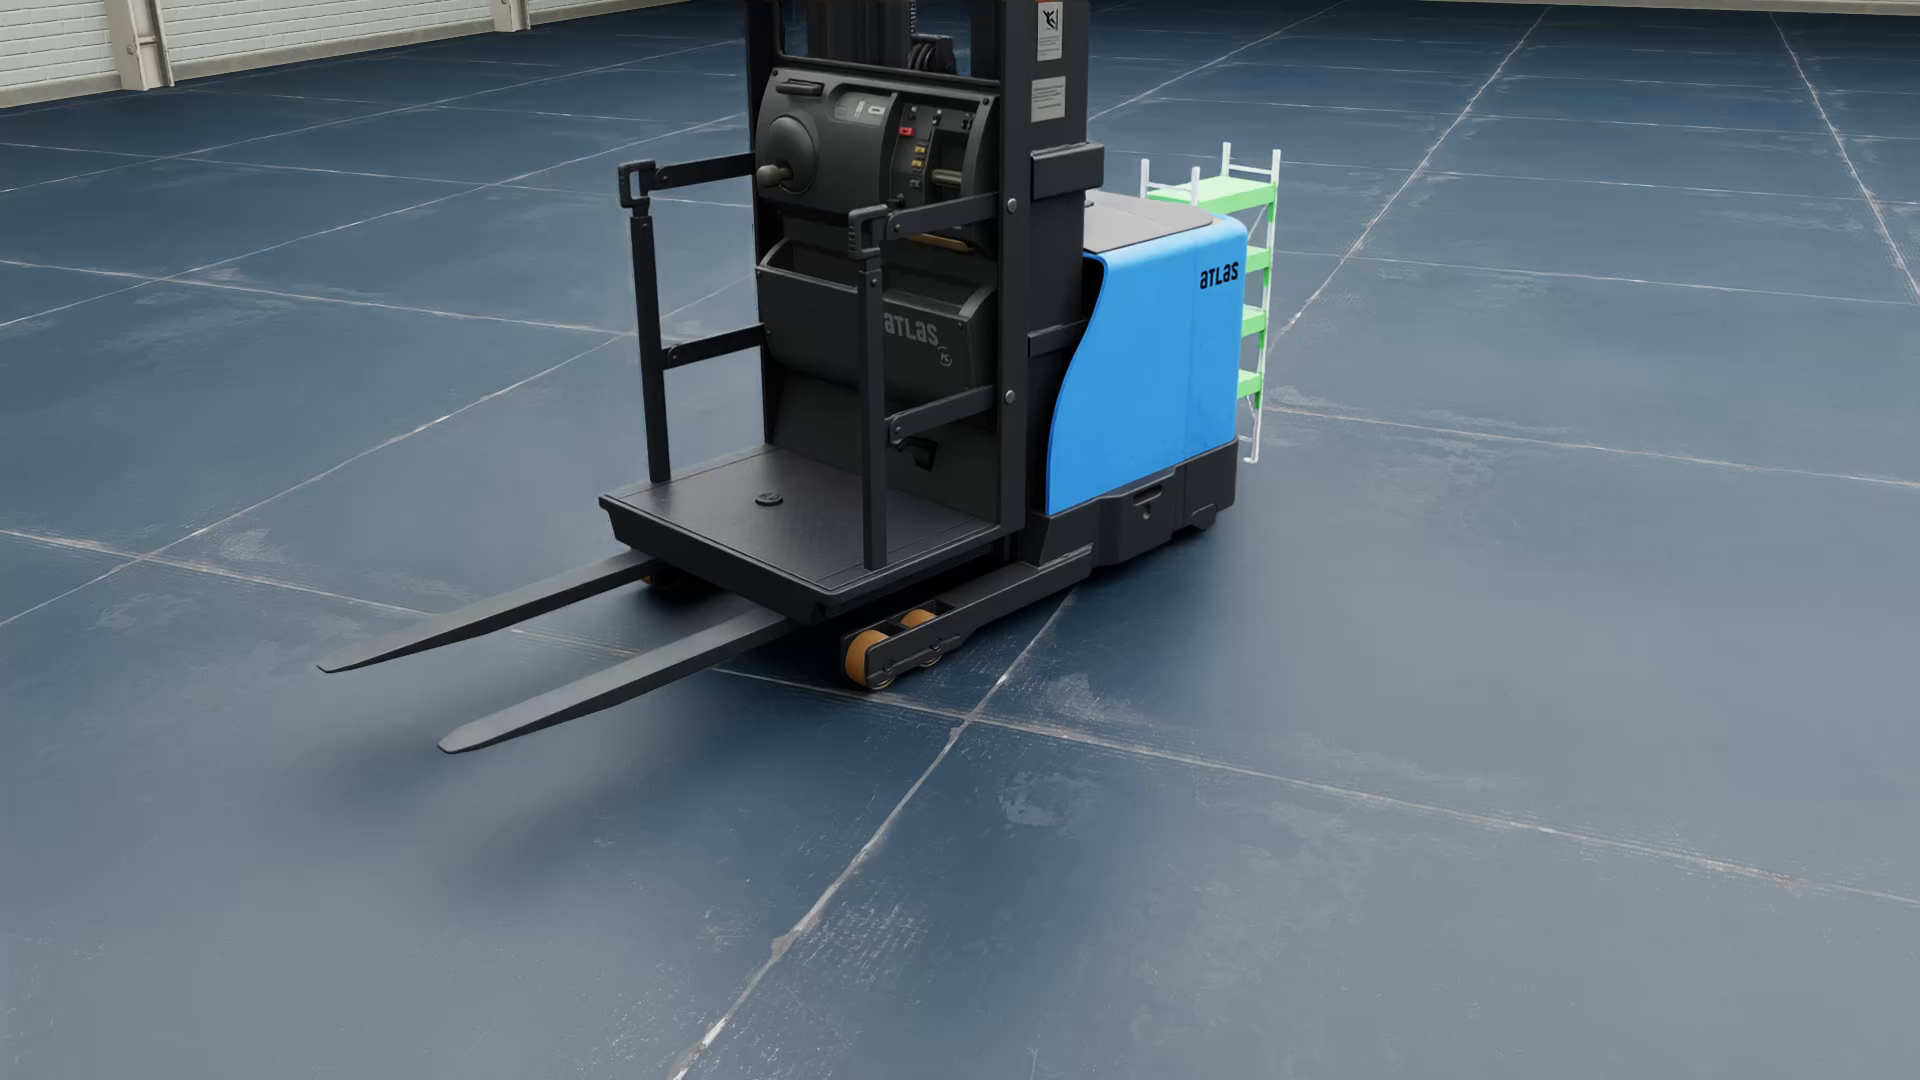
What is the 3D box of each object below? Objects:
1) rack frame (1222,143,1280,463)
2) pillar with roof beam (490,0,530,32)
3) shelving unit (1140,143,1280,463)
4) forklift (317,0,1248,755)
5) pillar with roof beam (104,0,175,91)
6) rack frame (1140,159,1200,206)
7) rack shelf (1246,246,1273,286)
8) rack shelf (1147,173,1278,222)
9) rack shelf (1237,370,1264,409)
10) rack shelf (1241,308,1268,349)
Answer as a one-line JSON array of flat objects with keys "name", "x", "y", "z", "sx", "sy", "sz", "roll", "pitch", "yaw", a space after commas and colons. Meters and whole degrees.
[{"name": "rack frame", "x": 1.067, "y": -0.886, "z": 6.315, "sx": 0.240, "sy": 1.200, "sz": 0.015, "roll": 20, "pitch": 30, "yaw": 40}, {"name": "pillar with roof beam", "x": -1.837, "y": -10.176, "z": 18.436, "sx": 9.100, "sy": 9.000, "sz": 0.400, "roll": 9, "pitch": 24, "yaw": 20}, {"name": "shelving unit", "x": 0.898, "y": -0.818, "z": 6.152, "sx": 0.258, "sy": 1.200, "sz": 0.503, "roll": 20, "pitch": 30, "yaw": 40}, {"name": "forklift", "x": -0.409, "y": -1.149, "z": 4.699, "sx": 1.130, "sy": 2.935, "sz": 3.031, "roll": 20, "pitch": 30, "yaw": 40}, {"name": "pillar with roof beam", "x": -4.065, "y": -8.028, "z": 13.295, "sx": 9.100, "sy": 9.000, "sz": 0.400, "roll": 9, "pitch": 24, "yaw": 20}, {"name": "rack frame", "x": 0.729, "y": -0.751, "z": 5.990, "sx": 0.240, "sy": 1.200, "sz": 0.015, "roll": 20, "pitch": 30, "yaw": 40}, {"name": "rack shelf", "x": 0.898, "y": -0.981, "z": 6.085, "sx": 0.258, "sy": 0.148, "sz": 0.480, "roll": 20, "pitch": 30, "yaw": 40}, {"name": "rack shelf", "x": 0.898, "y": -1.202, "z": 5.992, "sx": 0.258, "sy": 0.148, "sz": 0.480, "roll": 20, "pitch": 30, "yaw": 40}, {"name": "rack shelf", "x": 0.898, "y": -0.538, "z": 6.270, "sx": 0.258, "sy": 0.148, "sz": 0.480, "roll": 20, "pitch": 30, "yaw": 40}, {"name": "rack shelf", "x": 0.898, "y": -0.759, "z": 6.177, "sx": 0.258, "sy": 0.148, "sz": 0.480, "roll": 20, "pitch": 30, "yaw": 40}]
